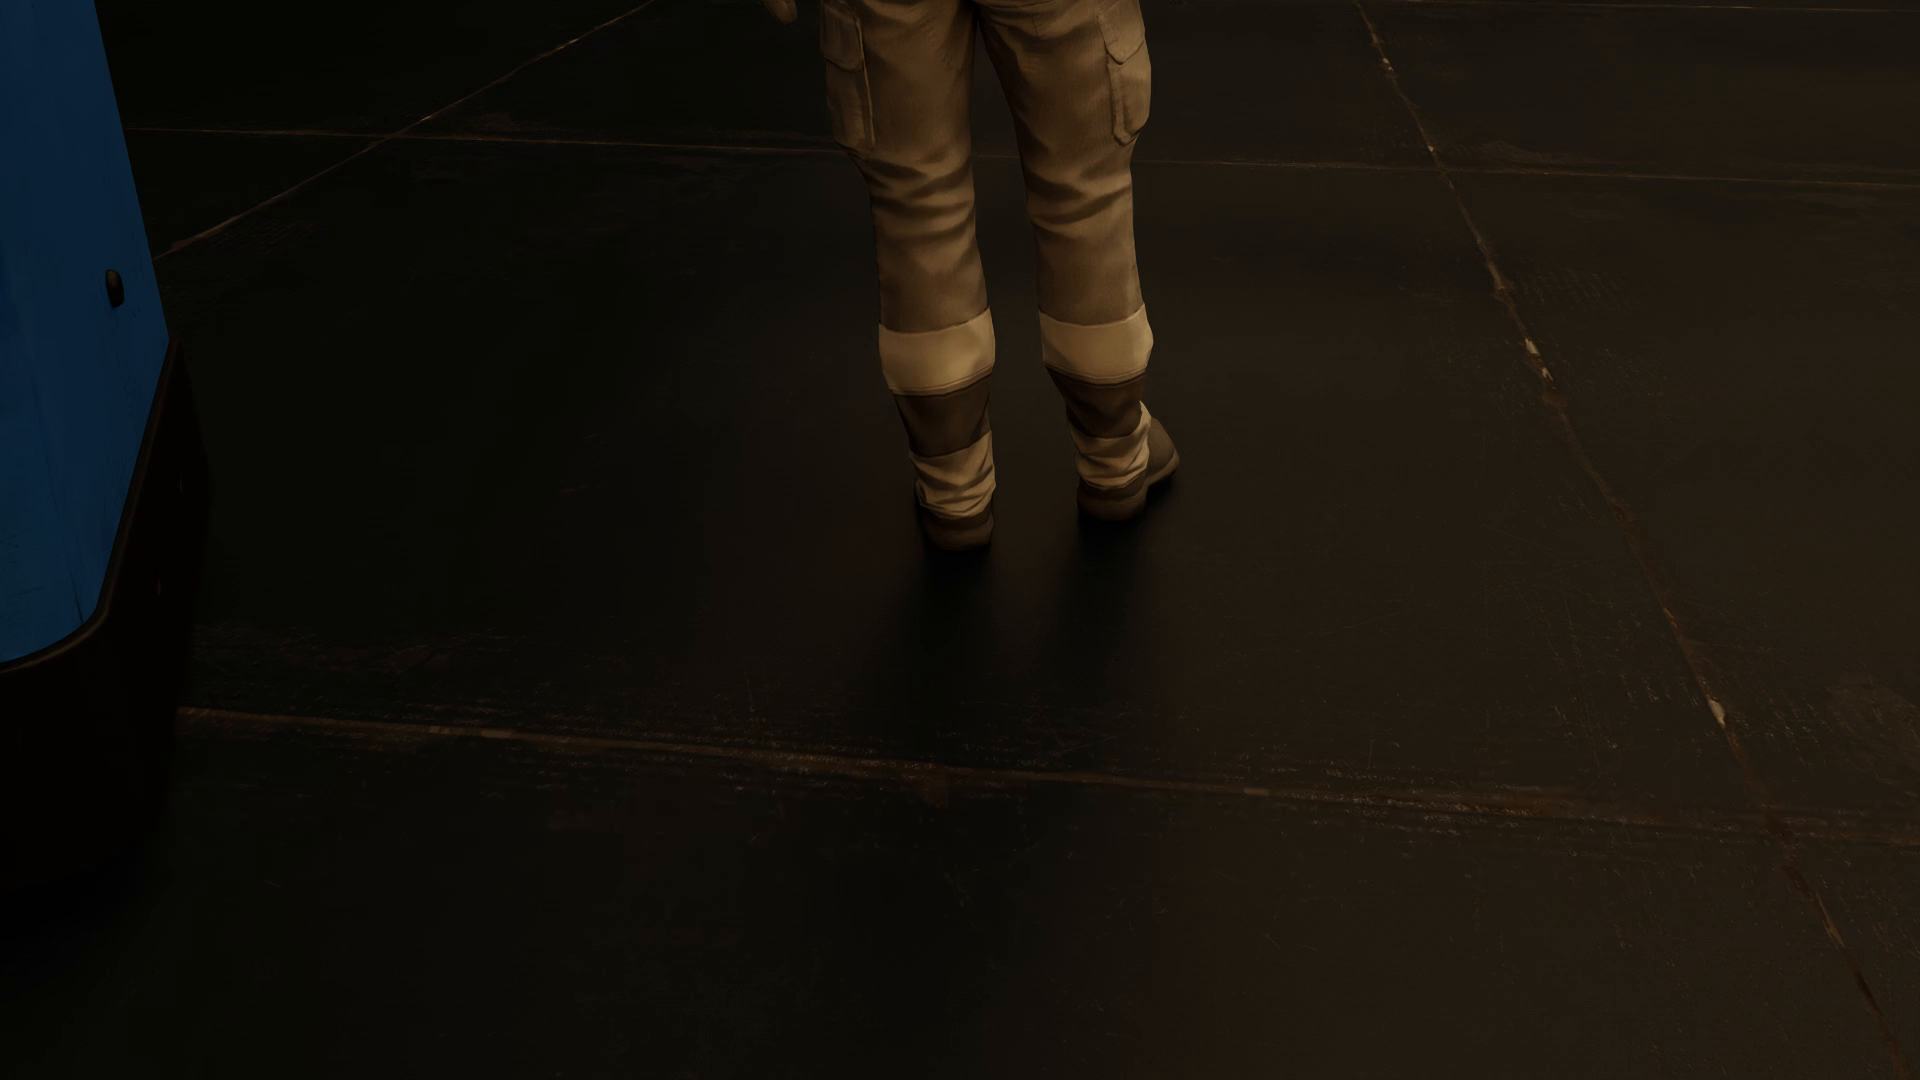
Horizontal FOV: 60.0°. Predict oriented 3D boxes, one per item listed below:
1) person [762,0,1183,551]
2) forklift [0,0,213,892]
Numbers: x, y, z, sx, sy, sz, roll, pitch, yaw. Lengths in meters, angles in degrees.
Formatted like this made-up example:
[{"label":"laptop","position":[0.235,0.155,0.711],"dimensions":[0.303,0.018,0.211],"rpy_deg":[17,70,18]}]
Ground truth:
[{"label":"person","position":[0.022,-0.842,2.168],"dimensions":[0.638,1.790,0.561],"rpy_deg":[3,27,7]},{"label":"forklift","position":[-2.421,-0.928,1.076],"dimensions":[3.031,2.935,1.130],"rpy_deg":[-8,28,-16]}]
